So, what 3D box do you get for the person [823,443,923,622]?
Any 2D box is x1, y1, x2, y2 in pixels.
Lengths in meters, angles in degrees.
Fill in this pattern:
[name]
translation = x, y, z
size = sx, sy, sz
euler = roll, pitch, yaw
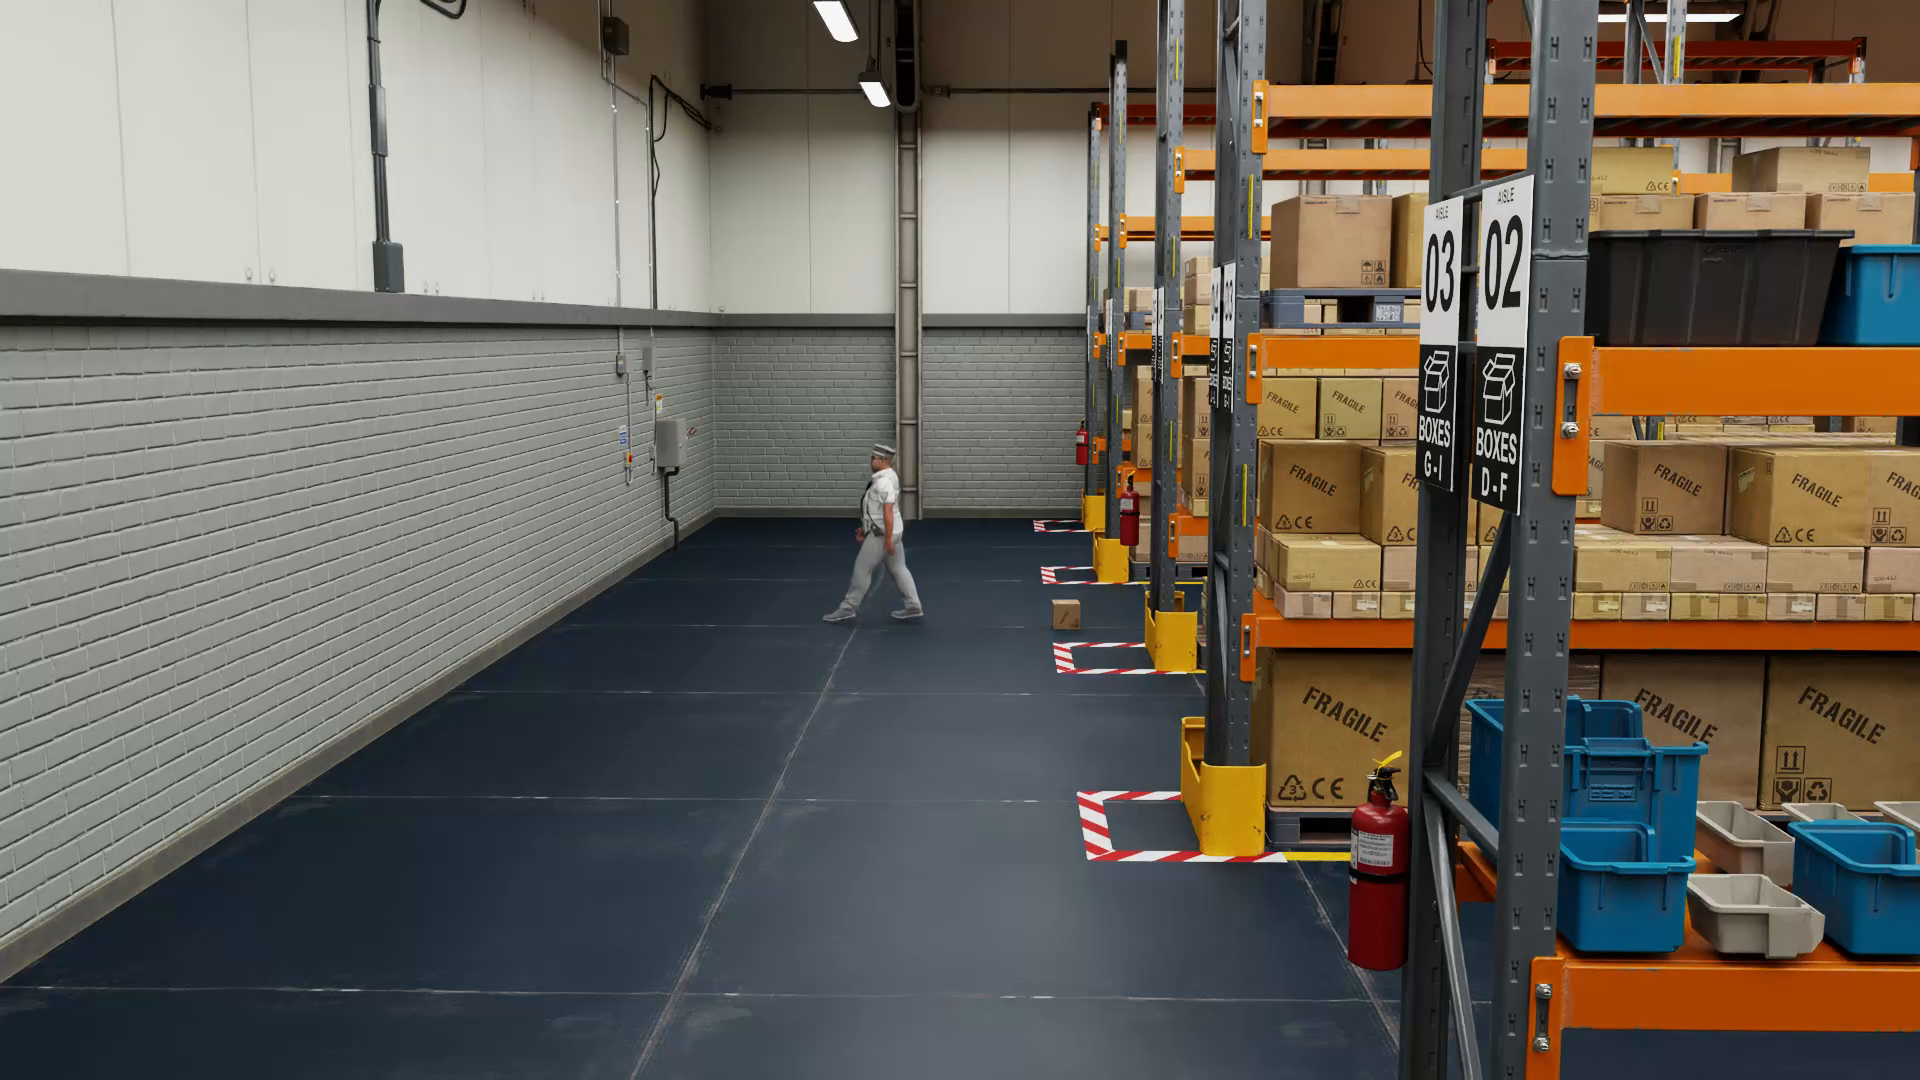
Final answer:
[person]
translation = -0.843, -0.081, 16.214
size = 0.965, 1.738, 0.550
euler = 1, 7, 9
